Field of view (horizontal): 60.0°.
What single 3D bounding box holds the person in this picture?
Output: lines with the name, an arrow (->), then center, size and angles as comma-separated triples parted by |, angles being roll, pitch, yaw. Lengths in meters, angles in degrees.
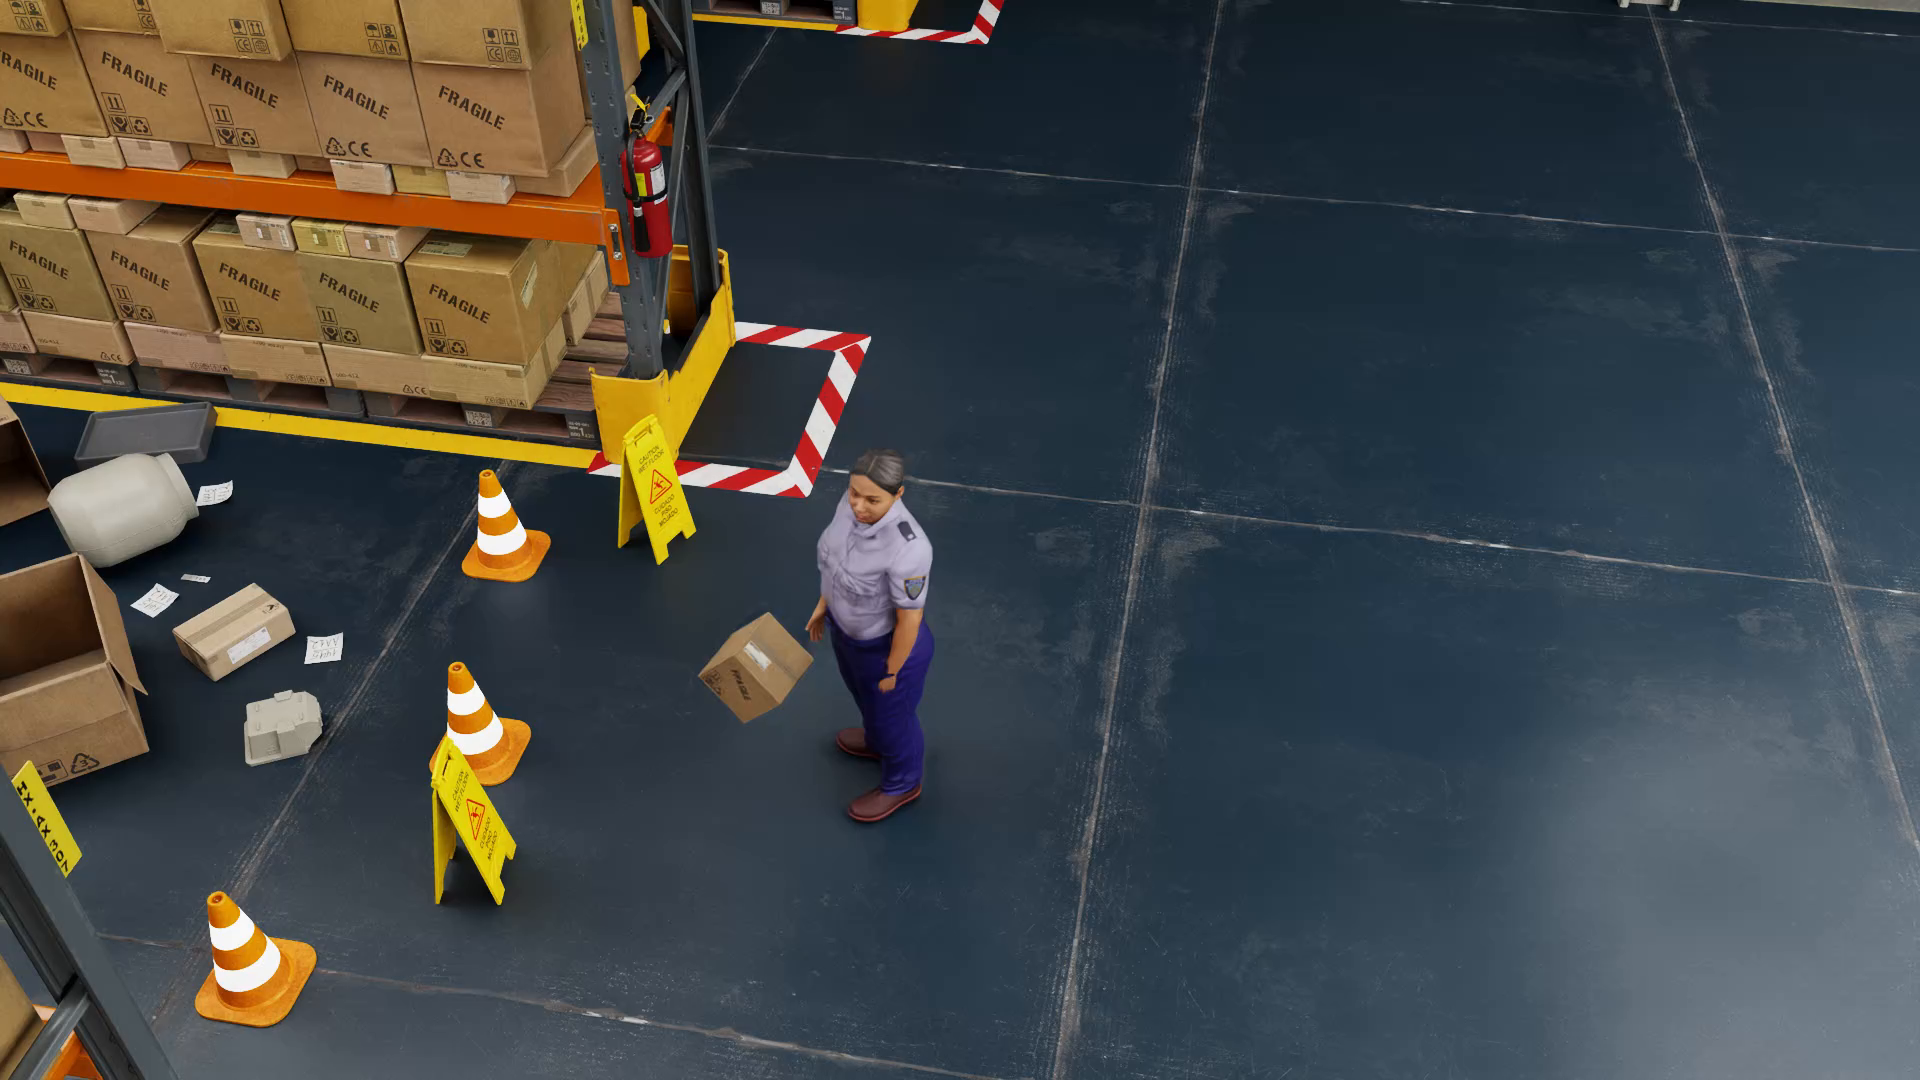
person -> -0.324, 0.322, 5.788 | 0.362, 1.645, 0.604 | -18, 44, -20
